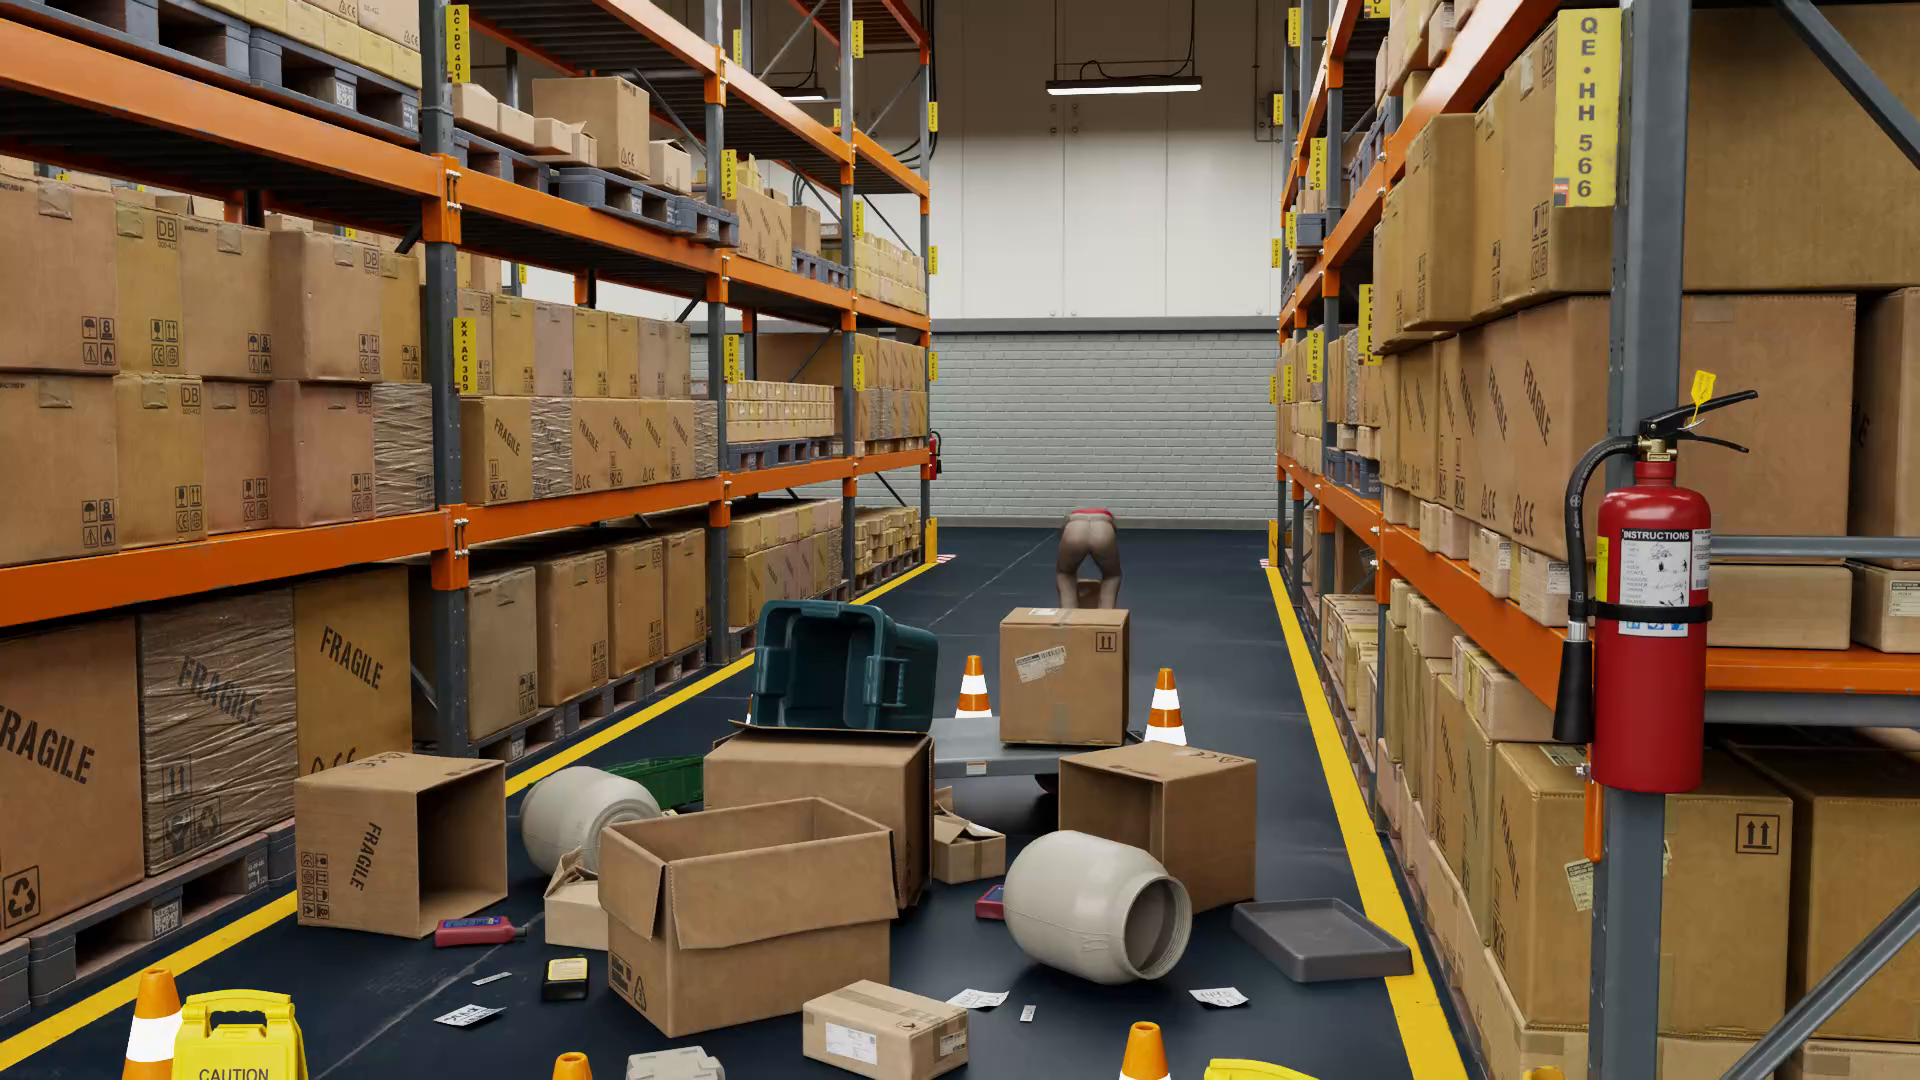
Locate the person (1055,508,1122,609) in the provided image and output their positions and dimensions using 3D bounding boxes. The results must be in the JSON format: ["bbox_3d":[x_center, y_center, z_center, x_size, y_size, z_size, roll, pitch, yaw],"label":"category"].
[{"bbox_3d":[1.030,0.222,13.255,0.530,0.976,0.958,0,4,6],"label":"person"}]
